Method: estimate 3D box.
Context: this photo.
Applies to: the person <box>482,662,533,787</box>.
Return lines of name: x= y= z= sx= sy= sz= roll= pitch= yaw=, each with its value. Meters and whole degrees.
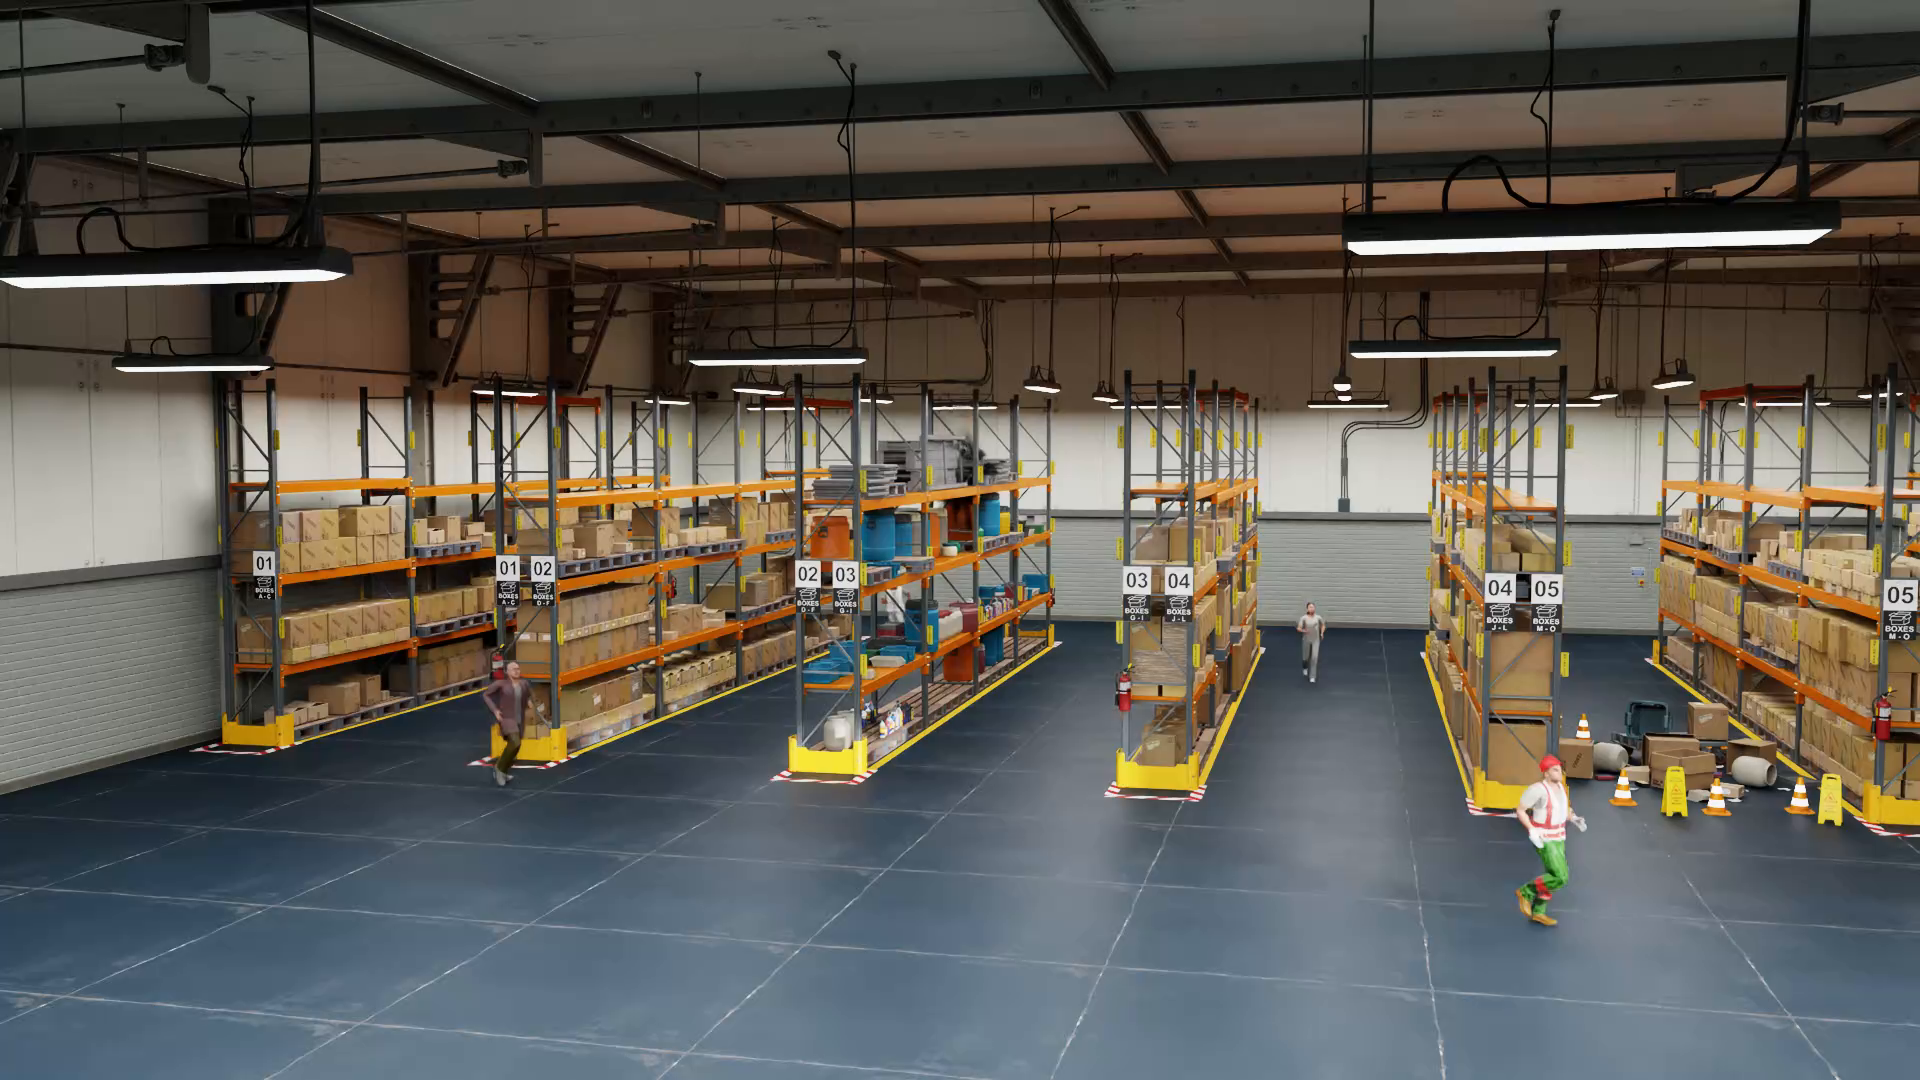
person: x=-6.527 y=2.671 z=24.249 sx=0.720 sy=1.784 sz=0.716 roll=3 pitch=4 yaw=38

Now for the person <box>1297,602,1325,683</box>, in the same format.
person: x=7.285 y=2.110 z=34.488 sx=0.577 sy=1.636 sz=0.867 roll=0 pitch=3 yaw=7

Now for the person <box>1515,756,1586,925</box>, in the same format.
person: x=6.115 y=3.098 z=17.168 sx=0.638 sy=1.749 sz=0.611 roll=-3 pitch=4 yaw=-39

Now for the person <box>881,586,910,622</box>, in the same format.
person: x=-1.551 y=1.735 z=39.795 sx=0.677 sy=1.798 sz=0.703 roll=0 pitch=3 yaw=6
